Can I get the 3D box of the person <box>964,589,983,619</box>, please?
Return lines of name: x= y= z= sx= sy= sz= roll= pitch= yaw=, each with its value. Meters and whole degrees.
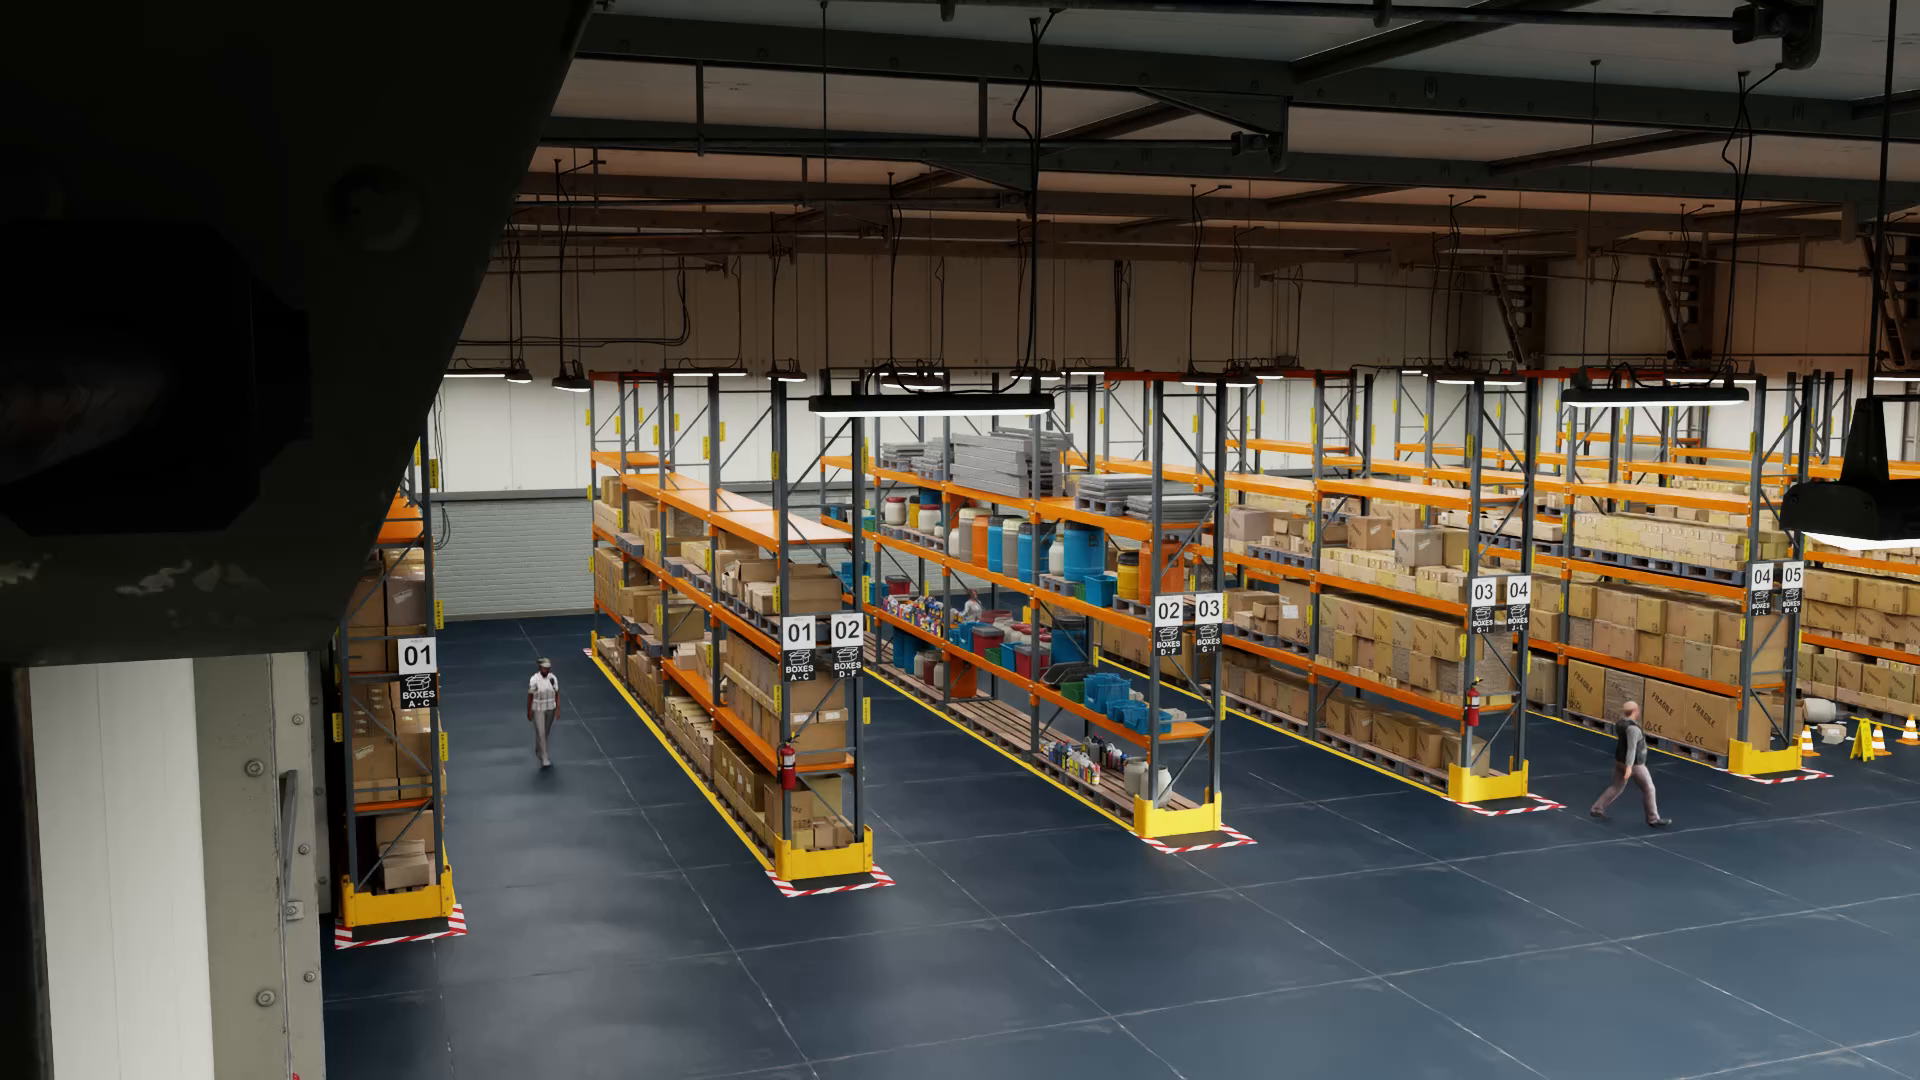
person: x=0.341 y=1.766 z=33.825 sx=0.457 sy=1.542 sz=0.933 roll=-6 pitch=9 yaw=-43

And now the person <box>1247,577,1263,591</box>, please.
person: x=7.324 y=0.796 z=41.810 sx=1.099 sy=1.738 sz=0.578 roll=-3 pitch=7 yaw=-27

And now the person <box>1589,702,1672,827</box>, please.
person: x=9.054 y=3.012 z=22.427 sx=0.969 sy=1.687 sz=0.556 roll=-1 pitch=6 yaw=-9

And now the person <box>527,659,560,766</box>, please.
person: x=-6.420 y=2.632 z=25.727 sx=0.500 sy=1.626 sz=0.954 roll=-5 pitch=8 yaw=-40
